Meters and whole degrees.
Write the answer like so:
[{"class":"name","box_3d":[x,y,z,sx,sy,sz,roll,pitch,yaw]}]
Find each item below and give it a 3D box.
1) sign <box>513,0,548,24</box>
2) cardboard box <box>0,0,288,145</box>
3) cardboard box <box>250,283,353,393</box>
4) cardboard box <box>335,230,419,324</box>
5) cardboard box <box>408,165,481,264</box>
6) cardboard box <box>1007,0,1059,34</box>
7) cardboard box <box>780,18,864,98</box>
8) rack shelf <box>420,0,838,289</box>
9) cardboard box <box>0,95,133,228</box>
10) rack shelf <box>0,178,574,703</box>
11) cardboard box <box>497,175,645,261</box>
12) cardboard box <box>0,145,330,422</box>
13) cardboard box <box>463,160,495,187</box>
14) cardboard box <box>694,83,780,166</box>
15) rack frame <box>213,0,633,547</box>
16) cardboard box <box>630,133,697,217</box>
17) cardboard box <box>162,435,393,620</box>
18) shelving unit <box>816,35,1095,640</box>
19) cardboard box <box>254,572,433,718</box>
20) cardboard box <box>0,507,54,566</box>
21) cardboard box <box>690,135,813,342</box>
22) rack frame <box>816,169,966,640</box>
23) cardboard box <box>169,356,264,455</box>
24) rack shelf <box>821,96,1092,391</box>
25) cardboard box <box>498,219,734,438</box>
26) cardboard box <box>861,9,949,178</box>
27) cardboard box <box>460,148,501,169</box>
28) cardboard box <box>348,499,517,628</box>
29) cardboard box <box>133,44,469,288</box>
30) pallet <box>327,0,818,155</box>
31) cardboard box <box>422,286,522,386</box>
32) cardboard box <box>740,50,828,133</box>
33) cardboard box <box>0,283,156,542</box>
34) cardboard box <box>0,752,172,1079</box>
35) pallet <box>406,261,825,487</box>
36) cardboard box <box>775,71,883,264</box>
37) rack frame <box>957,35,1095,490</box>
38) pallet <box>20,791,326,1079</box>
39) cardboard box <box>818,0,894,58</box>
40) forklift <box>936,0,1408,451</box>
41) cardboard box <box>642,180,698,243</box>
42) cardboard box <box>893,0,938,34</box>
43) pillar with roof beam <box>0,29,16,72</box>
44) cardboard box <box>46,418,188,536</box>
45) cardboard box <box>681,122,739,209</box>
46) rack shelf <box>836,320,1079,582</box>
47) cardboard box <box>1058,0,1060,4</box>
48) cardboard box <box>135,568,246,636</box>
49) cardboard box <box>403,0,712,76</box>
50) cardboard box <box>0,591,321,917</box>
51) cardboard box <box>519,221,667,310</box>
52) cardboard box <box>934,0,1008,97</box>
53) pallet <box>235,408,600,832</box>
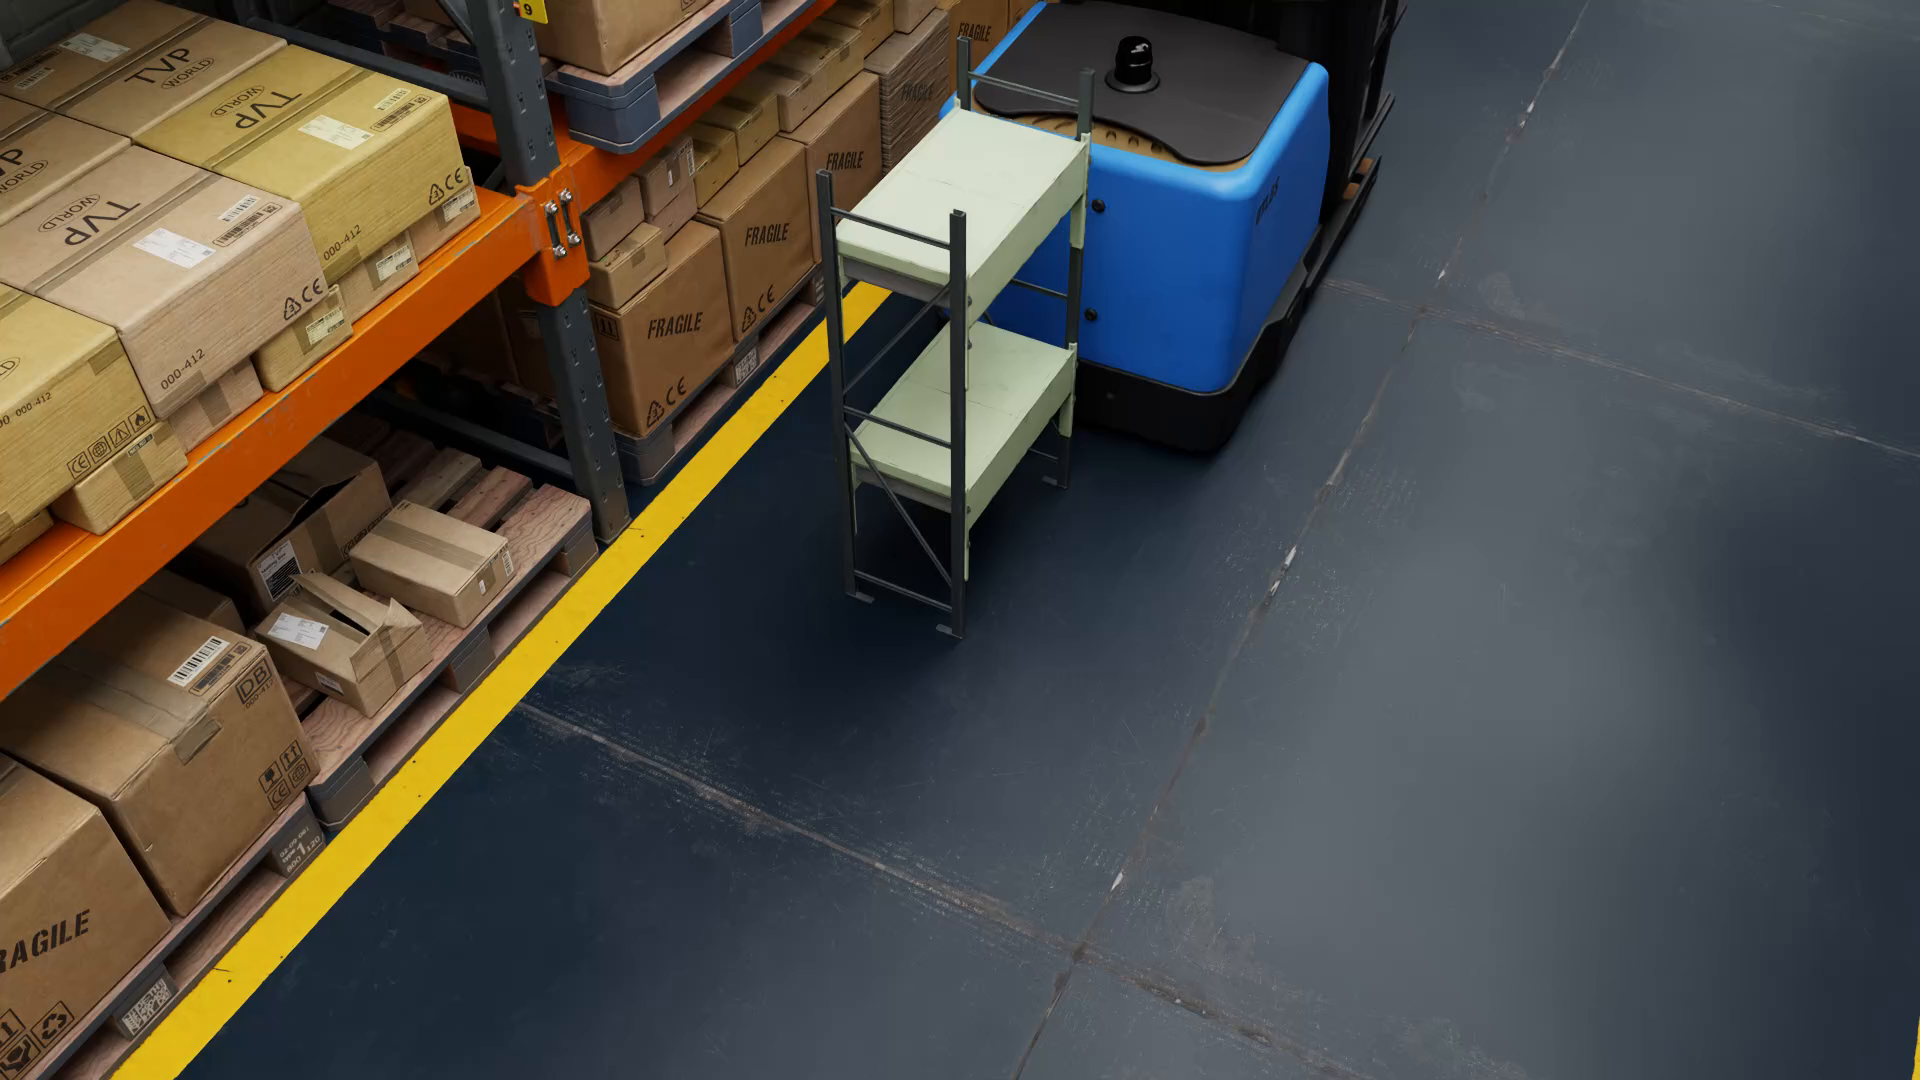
[{"class":"sign","box_3d":[-1.032,-1.367,3.883,0.100,0.325,0.005,20,49,19]},{"class":"cardboard box","box_3d":[-1.986,-1.066,4.091,0.500,0.250,0.500,20,49,19]},{"class":"cardboard box","box_3d":[-1.642,-0.522,3.833,0.380,0.149,0.250,22,49,20]},{"class":"cardboard box","box_3d":[-1.542,-0.693,4.003,0.380,0.149,0.250,22,49,20]},{"class":"cardboard box","box_3d":[-1.441,-0.864,4.172,0.380,0.149,0.250,21,49,20]},{"class":"cardboard box","box_3d":[0.093,-2.377,6.952,0.500,0.500,0.500,20,49,18]},{"class":"cardboard box","box_3d":[-0.564,-1.715,5.843,0.380,0.149,0.250,22,49,20]},{"class":"rack shelf","box_3d":[-0.588,-2.244,5.865,1.077,0.370,4.000,20,49,19]},{"class":"cardboard box","box_3d":[-2.212,-0.748,3.776,0.500,0.250,0.500,20,49,19]},{"class":"rack shelf","box_3d":[-2.445,0.276,3.374,1.077,0.370,4.000,20,49,19]},{"class":"cardboard box","box_3d":[-1.168,-0.997,4.923,0.380,0.149,0.250,20,49,18]},{"class":"cardboard box","box_3d":[-1.756,-0.567,3.598,0.500,0.250,0.500,21,49,19]},{"class":"cardboard box","box_3d":[-1.601,-1.061,5.196,0.380,0.149,0.250,19,48,18]},{"class":"cardboard box","box_3d":[-0.830,-1.415,5.545,0.380,0.149,0.250,20,49,18]},{"class":"rack frame","box_3d":[-1.516,-1.237,4.364,1.000,3.000,0.127,20,49,19]},{"class":"cardboard box","box_3d":[-1.036,-1.156,5.081,0.380,0.149,0.250,18,48,17]},{"class":"cardboard box","box_3d":[-2.033,-0.101,4.836,0.500,0.311,0.500,22,49,20]},{"class":"shelving unit","box_3d":[0.003,-0.531,4.721,0.431,1.500,0.755,20,49,19]},{"class":"cardboard box","box_3d":[-1.681,0.249,4.522,0.396,0.266,0.258,22,49,20]},{"class":"cardboard box","box_3d":[-2.100,-0.069,3.386,0.380,0.149,0.250,21,49,20]},{"class":"cardboard box","box_3d":[-0.854,-1.075,5.666,0.500,0.500,0.500,20,49,19]},{"class":"rack frame","box_3d":[-0.167,-0.301,4.493,0.400,1.500,0.023,20,49,19]},{"class":"cardboard box","box_3d":[-1.787,-0.365,3.679,0.380,0.149,0.250,22,49,20]},{"class":"rack shelf","box_3d":[0.003,-0.806,4.443,0.431,0.370,0.720,20,49,19]},{"class":"cardboard box","box_3d":[-1.093,-0.736,5.331,0.500,0.500,0.500,22,49,21]},{"class":"cardboard box","box_3d":[-0.372,-1.713,6.296,0.500,0.500,0.500,19,48,18]},{"class":"cardboard box","box_3d":[-1.484,-1.229,5.361,0.380,0.149,0.250,20,49,19]},{"class":"cardboard box","box_3d":[-1.515,0.065,4.786,0.380,0.149,0.250,19,48,18]},{"class":"cardboard box","box_3d":[-1.537,-0.888,3.915,0.500,0.250,0.500,22,49,20]},{"class":"pallet","box_3d":[-1.049,-1.637,4.894,1.003,0.211,1.213,20,49,19]},{"class":"cardboard box","box_3d":[-1.551,-0.913,5.506,0.500,0.500,0.500,20,49,19]},{"class":"cardboard box","box_3d":[-0.681,-1.560,5.689,0.380,0.149,0.250,20,49,19]},{"class":"cardboard box","box_3d":[-1.999,-0.257,3.292,0.500,0.250,0.500,20,49,19]},{"class":"cardboard box","box_3d":[-2.240,0.834,3.779,0.500,0.500,0.500,21,49,20]},{"class":"pallet","box_3d":[-1.172,-0.782,5.874,1.003,0.211,1.213,20,49,19]},{"class":"cardboard box","box_3d":[-0.619,-1.388,5.975,0.500,0.500,0.500,19,48,18]},{"class":"rack frame","box_3d":[0.173,-0.762,4.949,0.400,1.500,0.023,20,49,19]},{"class":"pallet","box_3d":[-2.401,0.947,4.166,1.003,0.211,1.213,20,49,19]},{"class":"cardboard box","box_3d":[-0.464,-1.895,6.020,0.380,0.149,0.250,21,49,19]},{"class":"forklift","box_3d":[1.005,-2.377,5.539,1.130,2.935,3.031,19,48,17]},{"class":"cardboard box","box_3d":[-1.054,-1.072,5.207,0.380,0.149,0.250,19,48,18]},{"class":"cardboard box","box_3d":[-0.305,-2.033,6.157,0.380,0.149,0.250,18,48,17]},{"class":"pillar with roof beam","box_3d":[1.175,-1.783,0.686,9.100,9.000,0.400,20,49,19]},{"class":"cardboard box","box_3d":[-1.881,-0.195,3.510,0.380,0.149,0.250,20,49,18]},{"class":"cardboard box","box_3d":[-0.945,-1.238,5.370,0.380,0.149,0.250,18,48,17]},{"class":"rack shelf","box_3d":[0.003,-0.302,4.953,0.431,0.370,0.720,20,49,19]},{"class":"cardboard box","box_3d":[0.334,-2.689,7.260,0.500,0.500,0.500,22,49,20]},{"class":"cardboard box","box_3d":[-2.234,0.229,4.624,0.380,0.149,0.250,20,49,19]},{"class":"cardboard box","box_3d":[-1.094,-1.651,4.407,0.700,0.500,0.500,22,49,20]},{"class":"cardboard box","box_3d":[-2.092,0.480,4.129,0.700,0.500,0.500,19,48,18]},{"class":"cardboard box","box_3d":[-1.114,-0.872,5.009,0.380,0.149,0.250,23,50,21]},{"class":"cardboard box","box_3d":[-0.148,-2.046,6.625,0.500,0.500,0.500,22,49,21]},{"class":"pallet","box_3d":[-1.836,0.176,4.928,1.003,0.211,1.213,20,49,19]}]
